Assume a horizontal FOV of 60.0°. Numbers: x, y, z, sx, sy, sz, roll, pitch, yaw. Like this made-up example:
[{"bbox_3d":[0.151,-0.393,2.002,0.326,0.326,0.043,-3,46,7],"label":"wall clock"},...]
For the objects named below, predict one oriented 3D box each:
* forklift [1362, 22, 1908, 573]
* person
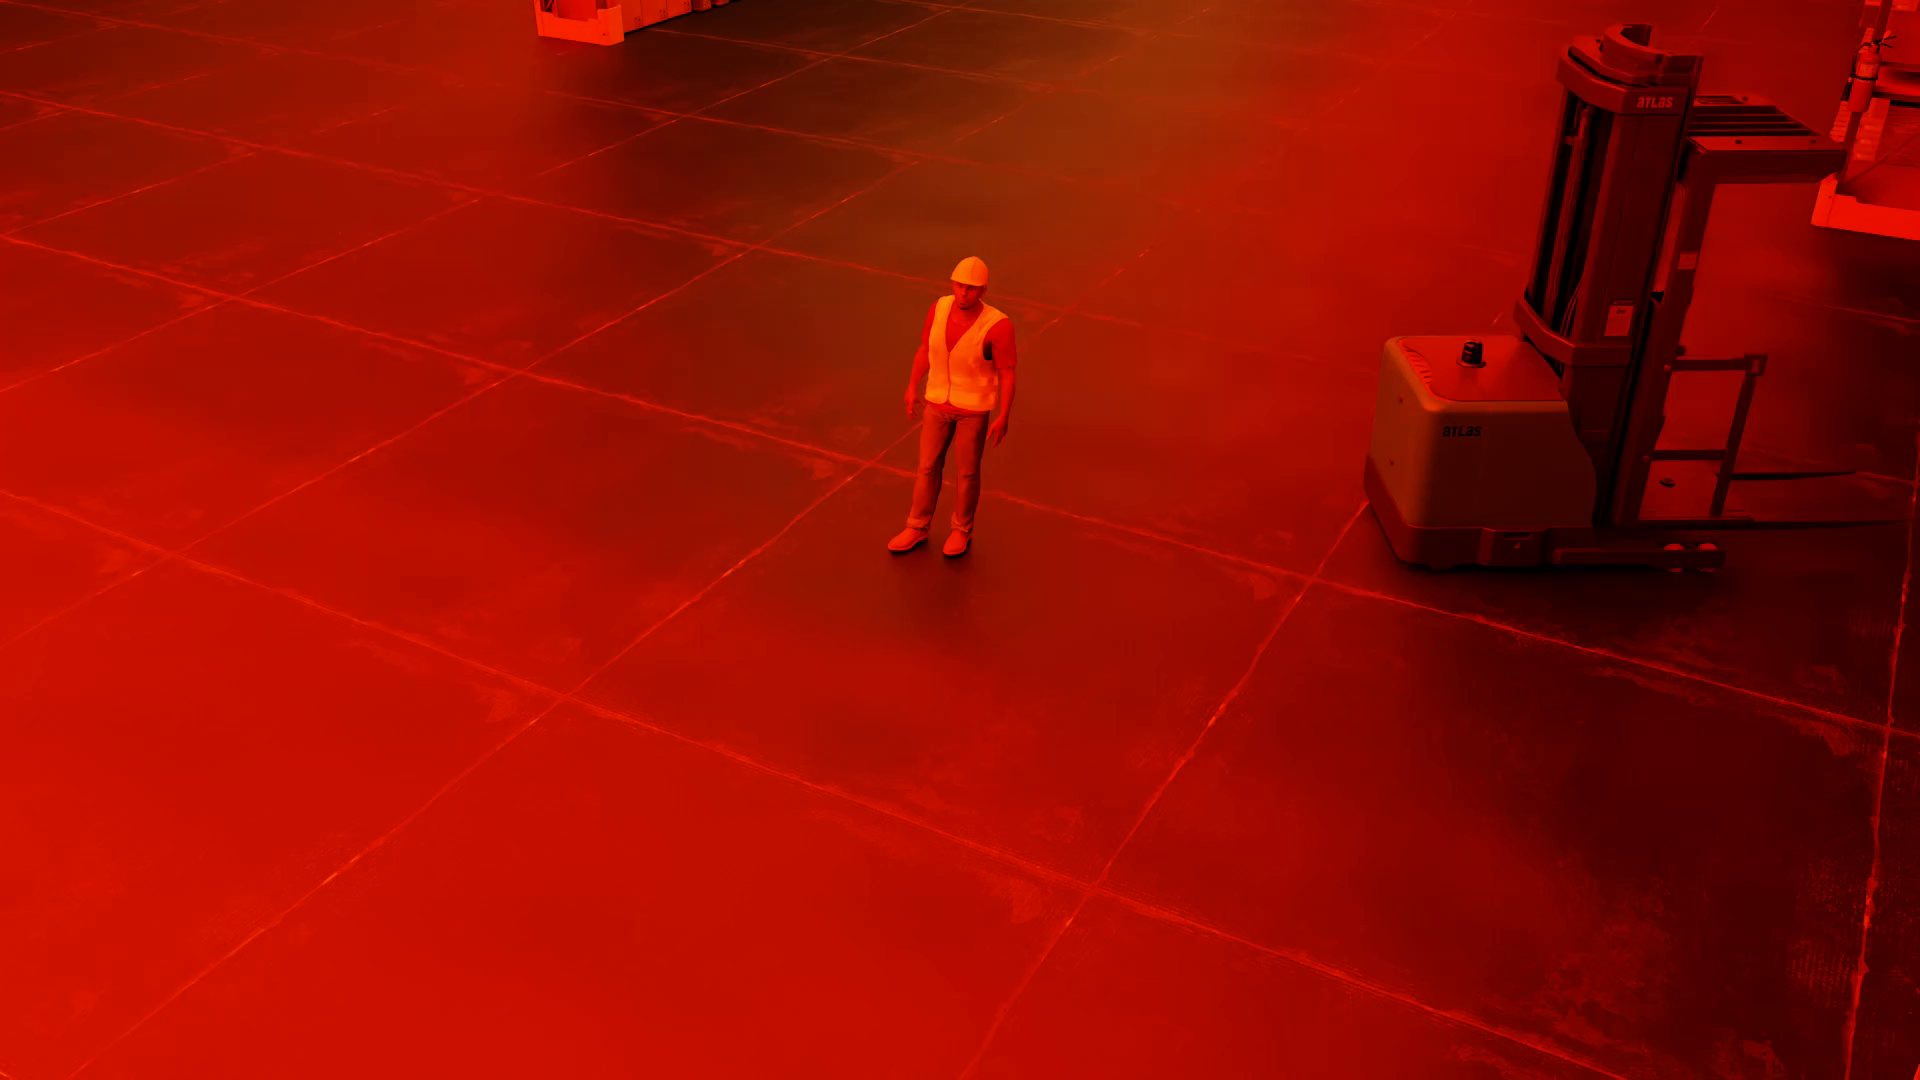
[{"bbox_3d":[4.051,-1.346,9.402,3.031,2.935,1.130,-1,30,-1],"label":"forklift"},{"bbox_3d":[-0.038,-0.741,9.507,0.666,1.768,0.575,15,33,25],"label":"person"}]
